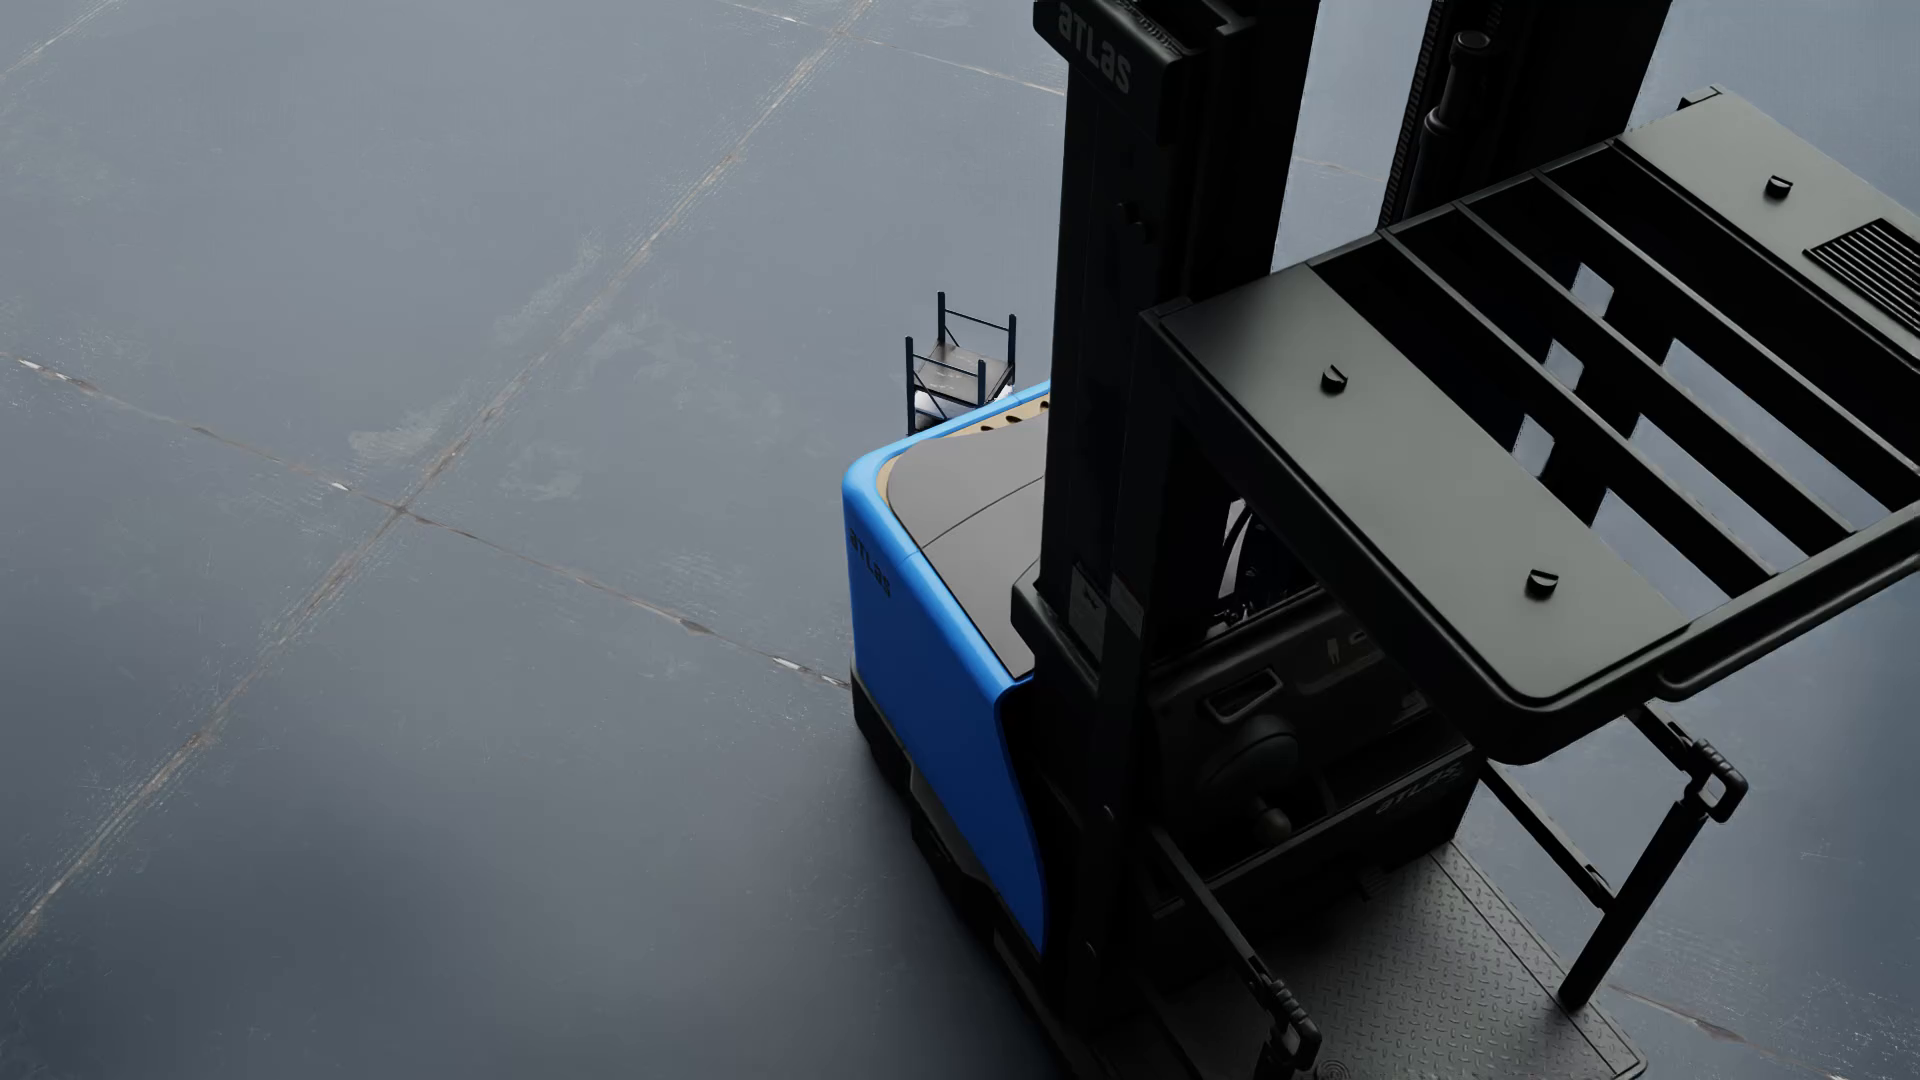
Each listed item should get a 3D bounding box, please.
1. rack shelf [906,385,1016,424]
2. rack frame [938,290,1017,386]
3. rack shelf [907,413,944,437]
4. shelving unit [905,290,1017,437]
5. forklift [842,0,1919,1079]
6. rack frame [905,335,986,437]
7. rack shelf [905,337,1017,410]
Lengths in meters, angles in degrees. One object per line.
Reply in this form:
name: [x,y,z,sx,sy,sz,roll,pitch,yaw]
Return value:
rack shelf: [0.003,-0.392,4.800,0.258,0.077,0.200,20,52,16]
rack frame: [0.047,-0.367,4.972,0.240,0.900,0.006,20,52,16]
rack shelf: [0.003,-0.334,4.869,0.258,0.077,0.200,20,52,16]
shelving unit: [0.003,-0.297,4.912,0.258,0.900,0.210,20,52,16]
forklift: [0.863,0.359,3.020,1.130,2.935,3.031,-23,53,-19]
rack frame: [-0.040,-0.227,4.852,0.240,0.900,0.006,20,52,16]
rack shelf: [0.003,-0.451,4.732,0.258,0.077,0.200,20,52,16]
